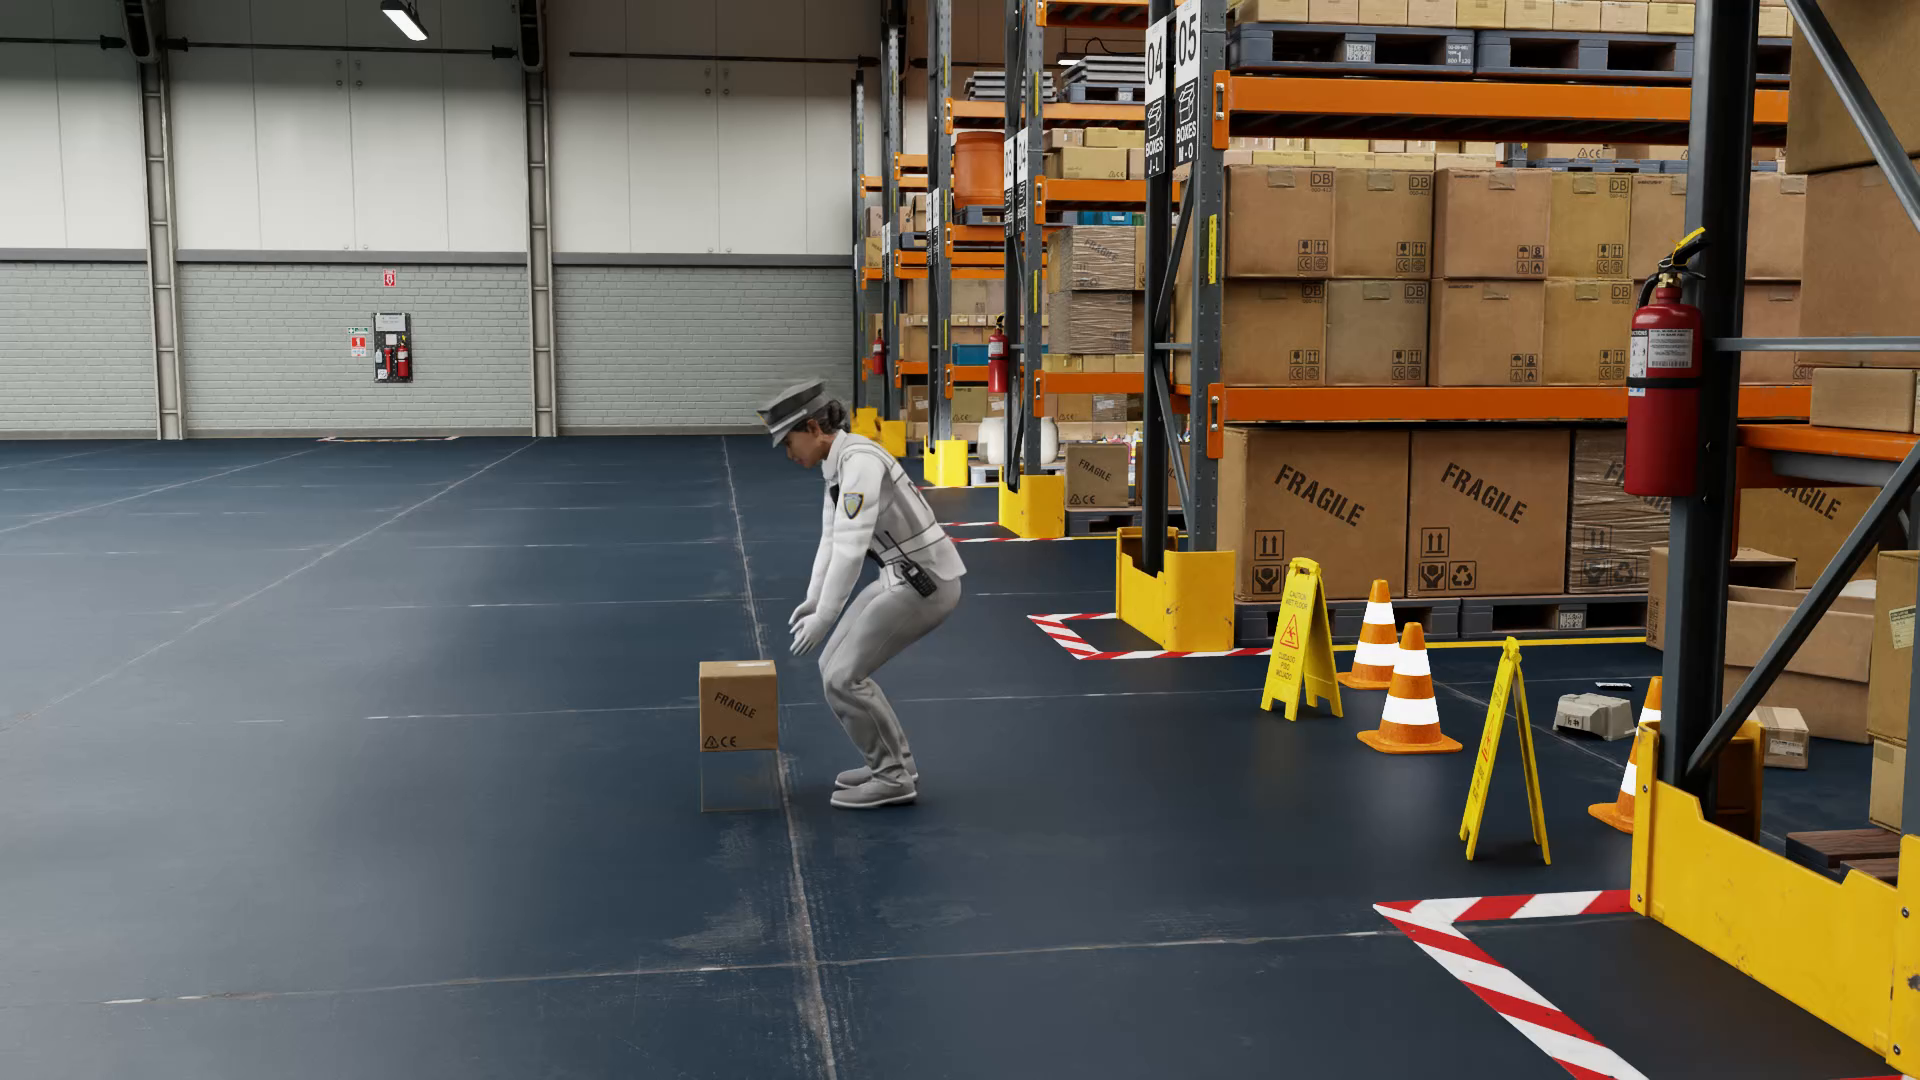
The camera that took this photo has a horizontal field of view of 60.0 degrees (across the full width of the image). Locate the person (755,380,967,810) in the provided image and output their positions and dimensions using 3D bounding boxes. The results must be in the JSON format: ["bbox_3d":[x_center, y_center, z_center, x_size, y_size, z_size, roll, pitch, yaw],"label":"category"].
[{"bbox_3d":[-0.323,0.175,5.499,0.691,1.404,0.535,-1,7,-8],"label":"person"}]
